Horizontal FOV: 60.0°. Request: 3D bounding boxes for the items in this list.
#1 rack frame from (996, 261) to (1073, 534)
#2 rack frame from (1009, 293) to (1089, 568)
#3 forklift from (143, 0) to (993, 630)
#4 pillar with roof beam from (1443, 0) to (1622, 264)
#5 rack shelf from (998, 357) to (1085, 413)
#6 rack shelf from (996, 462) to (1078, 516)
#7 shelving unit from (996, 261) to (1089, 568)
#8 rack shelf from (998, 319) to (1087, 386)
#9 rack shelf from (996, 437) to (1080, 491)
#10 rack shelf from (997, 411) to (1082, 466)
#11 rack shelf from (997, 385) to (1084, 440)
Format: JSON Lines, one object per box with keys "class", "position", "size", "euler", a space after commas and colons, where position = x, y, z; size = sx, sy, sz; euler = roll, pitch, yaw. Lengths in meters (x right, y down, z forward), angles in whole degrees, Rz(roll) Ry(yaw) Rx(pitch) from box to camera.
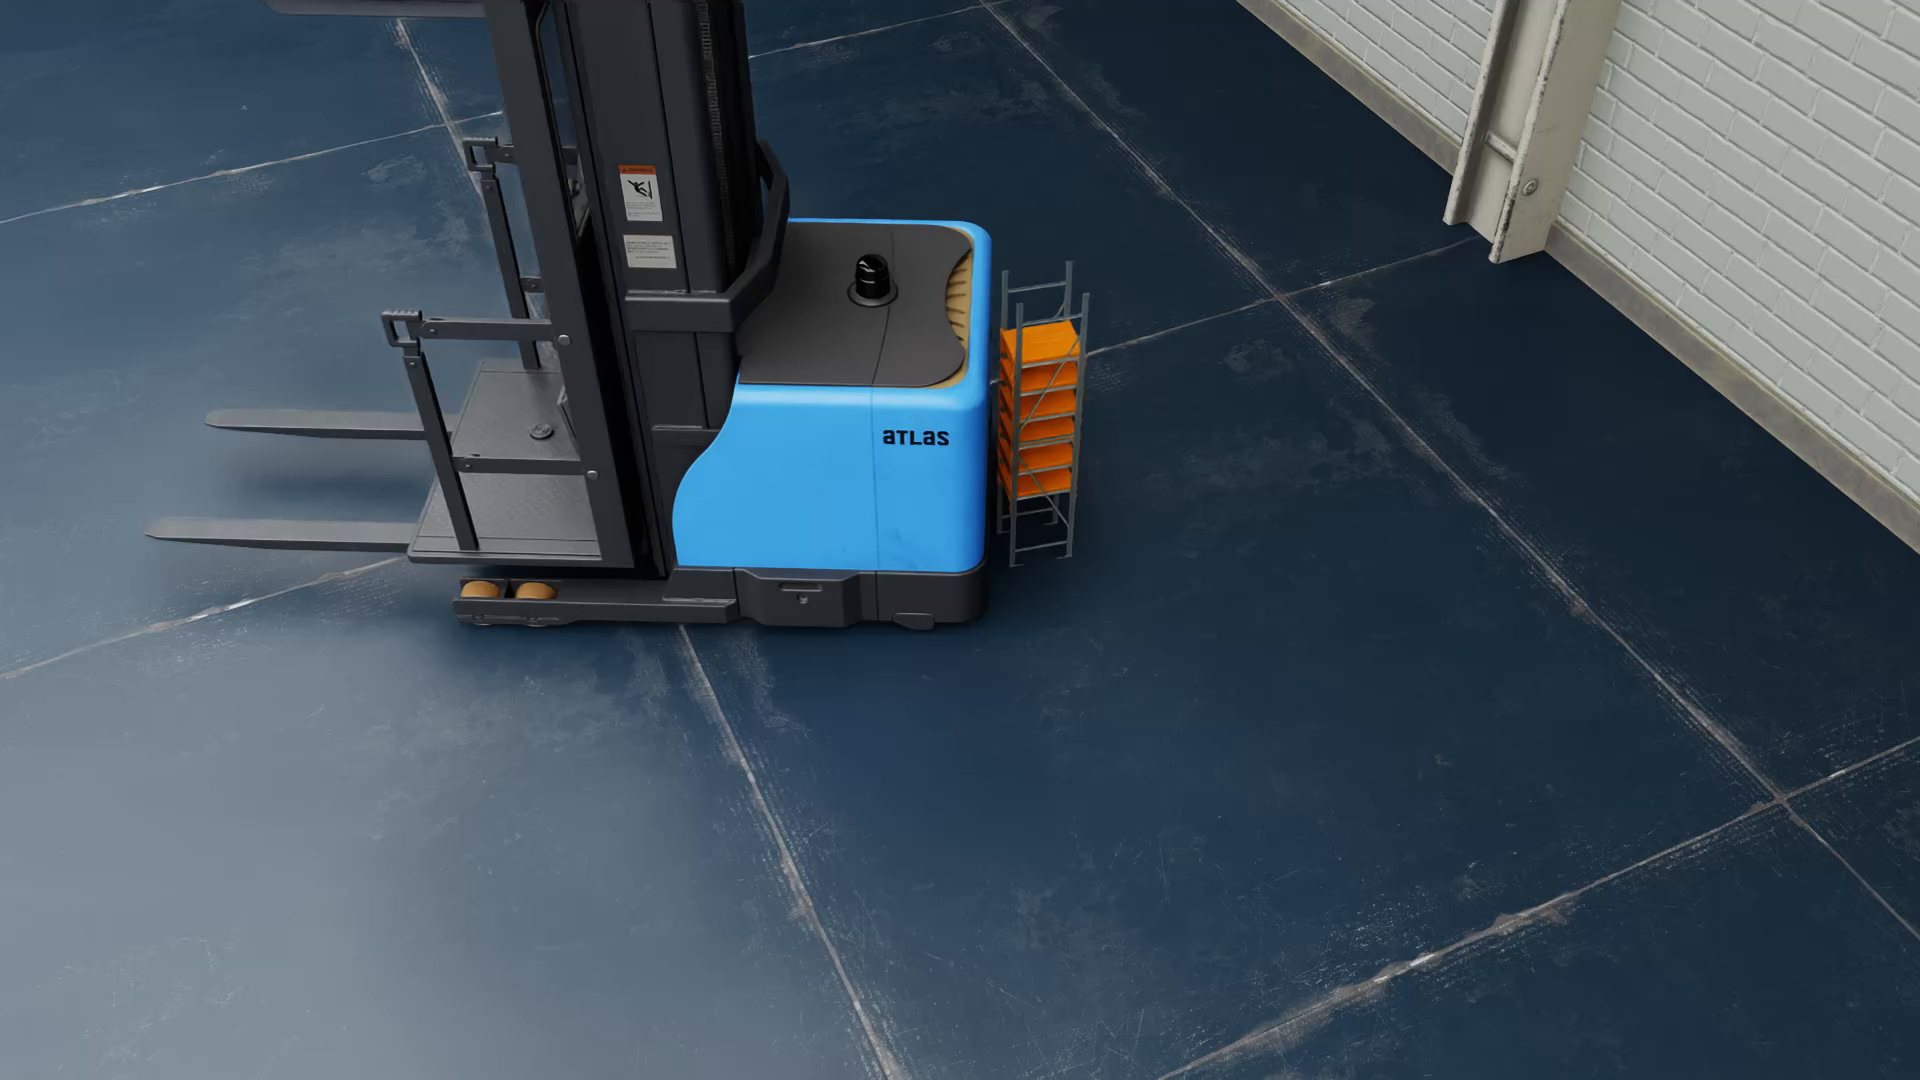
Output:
{"class": "rack frame", "position": [0.255, -0.470, 5.872], "size": [0.240, 1.200, 0.006], "euler": [-10, 45, -10]}
{"class": "rack frame", "position": [0.299, -0.345, 5.746], "size": [0.240, 1.200, 0.006], "euler": [-10, 45, -10]}
{"class": "forklift", "position": [-1.403, -1.104, 5.282], "size": [3.031, 2.935, 1.130], "euler": [1, 45, 1]}
{"class": "pillar with roof beam", "position": [-1.431, -3.350, 3.238], "size": [9.100, 9.000, 0.400], "euler": [-18, 47, -17]}
{"class": "rack shelf", "position": [0.277, -0.547, 5.672], "size": [0.258, 0.103, 0.180], "euler": [-10, 45, -10]}
{"class": "rack shelf", "position": [0.276, -0.205, 6.009], "size": [0.258, 0.103, 0.180], "euler": [-10, 45, -10]}
{"class": "shelving unit", "position": [0.277, -0.408, 5.809], "size": [0.258, 1.200, 0.189], "euler": [-10, 45, -10]}
{"class": "rack shelf", "position": [0.277, -0.632, 5.587], "size": [0.258, 0.103, 0.180], "euler": [-10, 45, -10]}
{"class": "rack shelf", "position": [0.277, -0.291, 5.924], "size": [0.258, 0.103, 0.180], "euler": [-10, 45, -10]}
{"class": "rack shelf", "position": [0.277, -0.376, 5.840], "size": [0.258, 0.103, 0.180], "euler": [-10, 45, -10]}
{"class": "rack shelf", "position": [0.277, -0.462, 5.756], "size": [0.258, 0.103, 0.180], "euler": [-10, 45, -10]}
